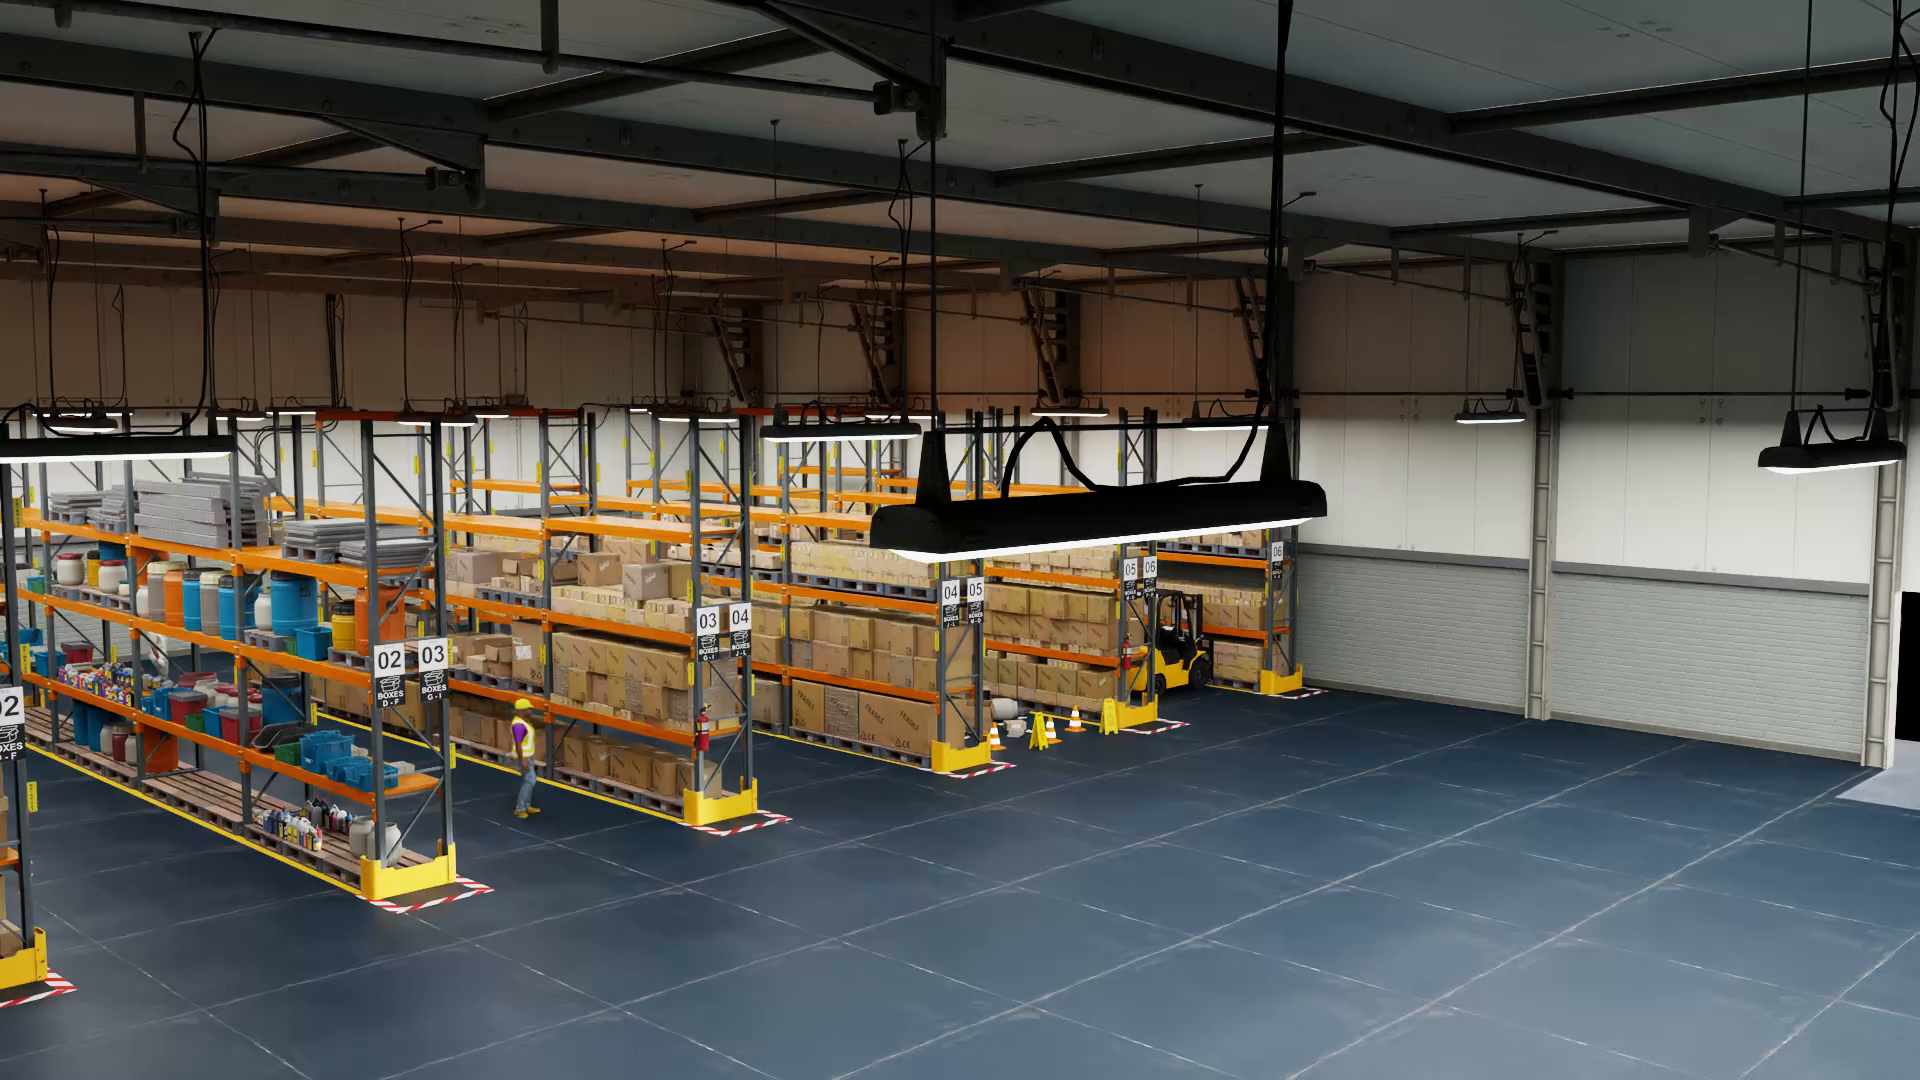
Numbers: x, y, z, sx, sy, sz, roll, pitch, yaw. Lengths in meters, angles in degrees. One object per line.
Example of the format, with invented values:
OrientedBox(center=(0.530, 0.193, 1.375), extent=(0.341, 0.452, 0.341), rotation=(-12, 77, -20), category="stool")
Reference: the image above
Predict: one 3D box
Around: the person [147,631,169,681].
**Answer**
OrientedBox(center=(-16.434, 2.447, 34.147), extent=(0.468, 1.801, 0.565), rotation=(-4, 6, -35), category="person")

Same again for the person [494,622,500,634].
OrientedBox(center=(-11.867, 1.718, 42.201), extent=(0.498, 1.803, 0.624), rotation=(2, 5, 17), category="person")

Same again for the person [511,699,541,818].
OrientedBox(center=(-6.534, 3.279, 24.987), extent=(0.409, 1.816, 0.623), rotation=(0, 5, -3), category="person")
